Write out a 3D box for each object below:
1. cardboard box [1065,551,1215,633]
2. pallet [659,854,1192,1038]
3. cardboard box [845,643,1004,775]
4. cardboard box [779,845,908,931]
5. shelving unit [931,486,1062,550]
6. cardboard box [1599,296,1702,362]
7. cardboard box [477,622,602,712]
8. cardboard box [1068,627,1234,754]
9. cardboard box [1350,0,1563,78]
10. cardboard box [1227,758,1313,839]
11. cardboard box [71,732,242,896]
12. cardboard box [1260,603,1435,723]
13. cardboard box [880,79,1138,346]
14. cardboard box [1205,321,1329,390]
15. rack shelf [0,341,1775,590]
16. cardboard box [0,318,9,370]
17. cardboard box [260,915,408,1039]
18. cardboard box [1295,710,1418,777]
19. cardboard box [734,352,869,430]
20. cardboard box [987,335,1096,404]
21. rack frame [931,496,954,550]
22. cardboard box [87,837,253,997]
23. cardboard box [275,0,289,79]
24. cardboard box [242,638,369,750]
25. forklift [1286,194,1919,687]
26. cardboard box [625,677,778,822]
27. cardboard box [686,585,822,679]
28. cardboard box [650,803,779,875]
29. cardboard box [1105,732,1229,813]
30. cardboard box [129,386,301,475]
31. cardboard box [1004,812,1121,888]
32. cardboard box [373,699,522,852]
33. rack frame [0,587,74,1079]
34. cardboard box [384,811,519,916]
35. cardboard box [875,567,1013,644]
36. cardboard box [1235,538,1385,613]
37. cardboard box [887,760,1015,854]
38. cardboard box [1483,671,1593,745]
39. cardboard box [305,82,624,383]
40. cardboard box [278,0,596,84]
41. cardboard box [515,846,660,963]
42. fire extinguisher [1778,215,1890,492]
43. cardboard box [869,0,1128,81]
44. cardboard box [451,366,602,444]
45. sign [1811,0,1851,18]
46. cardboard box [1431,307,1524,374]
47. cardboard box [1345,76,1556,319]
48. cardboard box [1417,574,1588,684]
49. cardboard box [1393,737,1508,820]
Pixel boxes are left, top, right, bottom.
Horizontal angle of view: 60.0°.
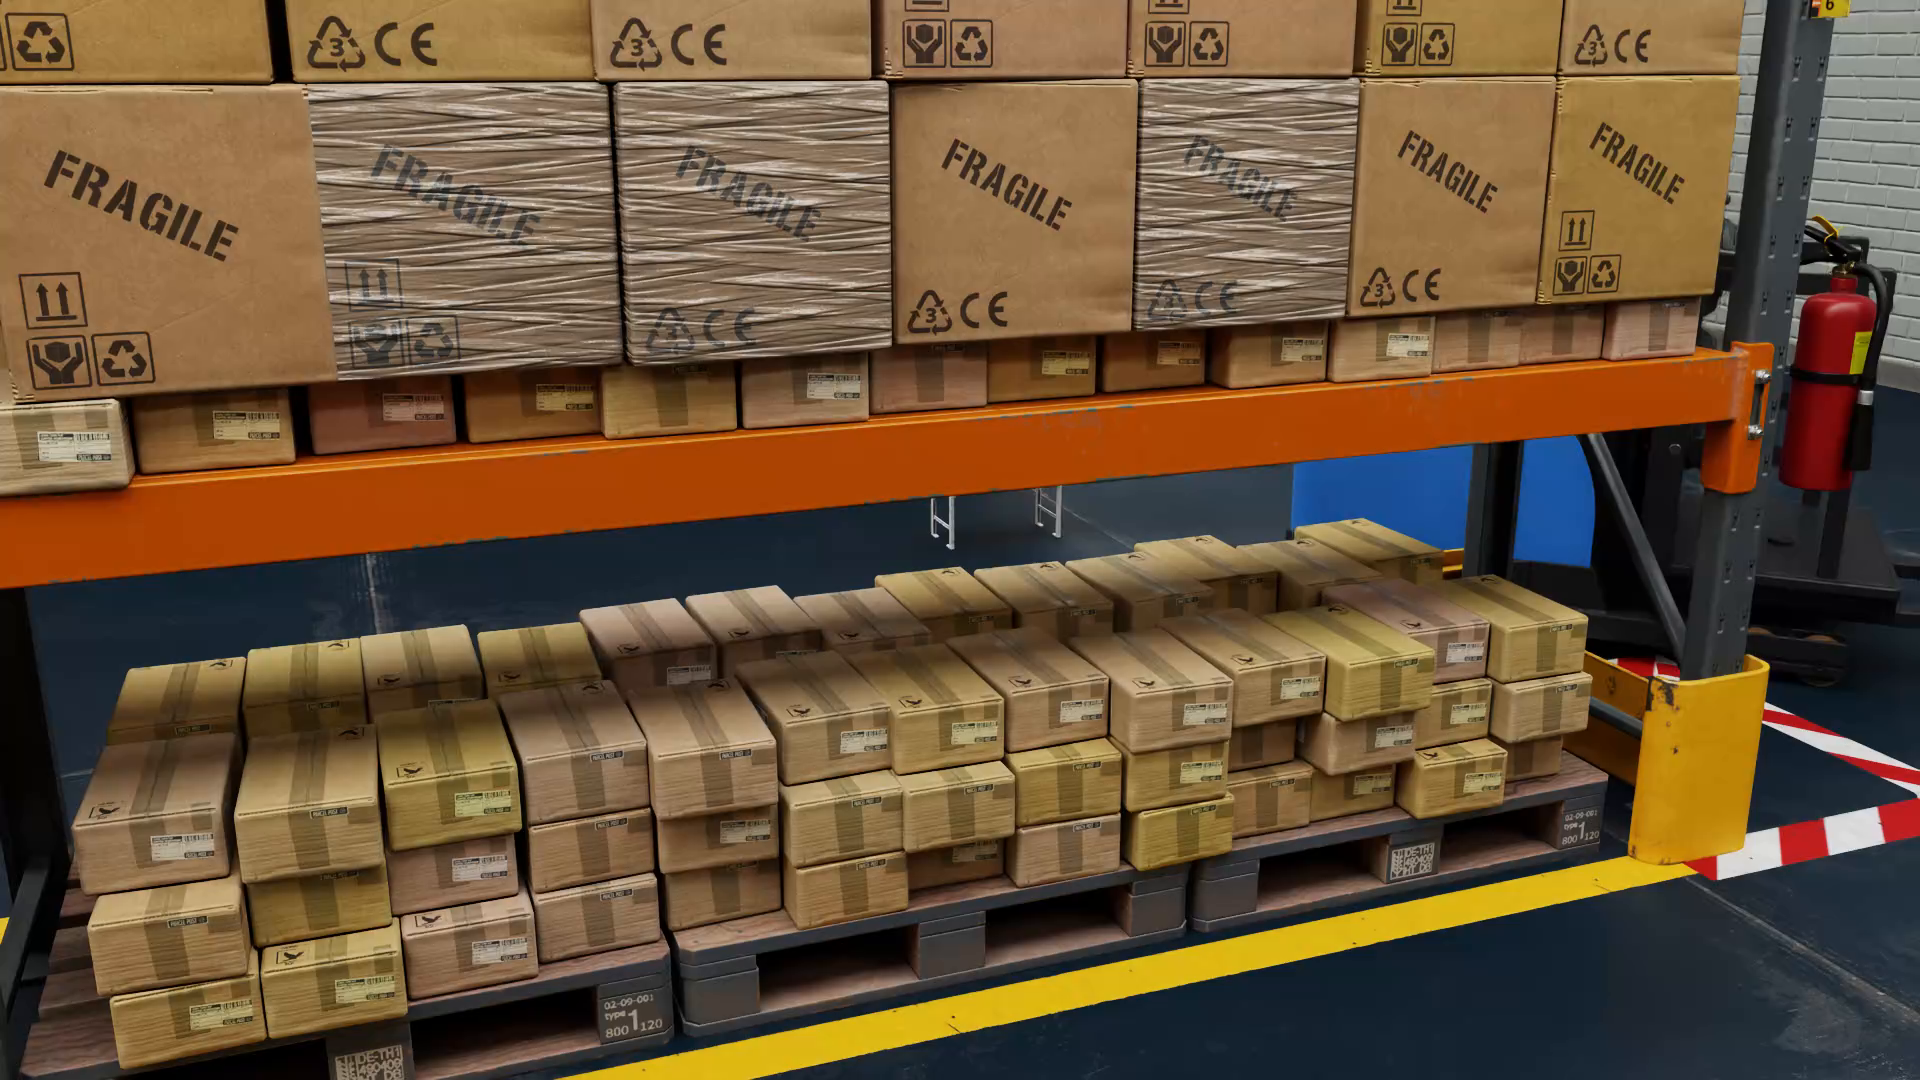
[{"bbox_3d":[0.477,0.164,4.475,0.250,0.149,0.380,-7,18,-23],"label":"cardboard box"},{"bbox_3d":[-0.194,0.762,4.130,1.213,0.211,1.003,-6,17,-20],"label":"pallet"},{"bbox_3d":[-0.085,0.375,3.757,0.250,0.149,0.380,-6,17,-20],"label":"cardboard box"},{"bbox_3d":[-0.298,0.697,3.714,0.250,0.149,0.380,-7,18,-22],"label":"cardboard box"},{"bbox_3d":[0.155,-0.592,6.986,0.503,1.200,0.258,-6,17,-20],"label":"shelving unit"},{"bbox_3d":[1.582,-0.551,4.096,0.250,0.149,0.380,-6,17,-20],"label":"cardboard box"},{"bbox_3d":[-0.986,0.333,3.901,0.250,0.149,0.380,-6,17,-18],"label":"cardboard box"},{"bbox_3d":[0.435,0.343,3.864,0.250,0.149,0.380,-5,17,-18],"label":"cardboard box"},{"bbox_3d":[0.974,-1.286,3.675,0.500,0.500,0.500,-7,18,-22],"label":"cardboard box"},{"bbox_3d":[0.661,0.581,4.112,0.250,0.149,0.380,-6,17,-20],"label":"cardboard box"},{"bbox_3d":[-1.554,0.525,3.244,0.250,0.149,0.380,-5,17,-18],"label":"cardboard box"},{"bbox_3d":[0.930,0.292,4.038,0.250,0.149,0.380,-7,18,-21],"label":"cardboard box"},{"bbox_3d":[0.036,-0.704,3.468,0.500,0.500,0.500,-5,17,-17],"label":"cardboard box"},{"bbox_3d":[0.621,-0.456,3.772,0.250,0.149,0.380,-7,18,-23],"label":"cardboard box"},{"bbox_3d":[-0.082,-0.232,3.840,4.000,0.370,1.077,-6,17,-20],"label":"rack shelf"},{"bbox_3d":[-4.221,-0.803,7.533,0.875,0.875,1.225,-6,17,-20],"label":"cardboard box"},{"bbox_3d":[-1.246,0.812,3.323,0.250,0.149,0.380,-6,17,-18],"label":"cardboard box"},{"bbox_3d":[0.910,0.426,4.109,0.250,0.149,0.380,-7,18,-22],"label":"cardboard box"},{"bbox_3d":[-0.356,-0.343,3.387,0.250,0.149,0.380,-5,17,-18],"label":"cardboard box"},{"bbox_3d":[0.106,-0.413,3.627,0.250,0.149,0.380,-6,17,-19],"label":"cardboard box"},{"bbox_3d":[-0.073,-0.568,6.902,0.015,1.200,0.240,-6,17,-20],"label":"rack frame"},{"bbox_3d":[-1.497,0.696,3.191,0.250,0.149,0.380,-5,17,-18],"label":"cardboard box"},{"bbox_3d":[-1.608,-1.164,3.259,0.500,0.500,0.500,-7,18,-22],"label":"cardboard box"},{"bbox_3d":[-1.486,0.365,3.790,0.250,0.149,0.380,-6,17,-19],"label":"cardboard box"},{"bbox_3d":[2.768,-1.095,5.625,3.031,2.935,1.130,7,18,22],"label":"forklift"},{"bbox_3d":[-0.555,0.438,3.540,0.250,0.149,0.380,-6,17,-19],"label":"cardboard box"},{"bbox_3d":[-0.519,0.251,4.180,0.250,0.149,0.380,-7,18,-22],"label":"cardboard box"},{"bbox_3d":[-0.560,0.565,3.637,0.250,0.149,0.380,-5,17,-18],"label":"cardboard box"},{"bbox_3d":[0.431,0.482,3.920,0.250,0.149,0.380,-6,17,-19],"label":"cardboard box"},{"bbox_3d":[-1.353,-0.243,3.047,0.250,0.149,0.380,-6,17,-18],"label":"cardboard box"},{"bbox_3d":[0.183,0.645,3.892,0.250,0.149,0.380,-6,17,-19],"label":"cardboard box"},{"bbox_3d":[-1.057,0.475,3.416,0.250,0.149,0.380,-6,18,-21],"label":"cardboard box"},{"bbox_3d":[-1.950,-0.375,3.052,0.127,3.000,1.000,-6,17,-20],"label":"rack frame"},{"bbox_3d":[-1.078,0.613,3.474,0.250,0.149,0.380,-6,17,-20],"label":"cardboard box"},{"bbox_3d":[-0.047,0.204,4.339,0.250,0.149,0.380,-6,17,-19],"label":"cardboard box"},{"bbox_3d":[0.960,0.125,4.606,0.250,0.149,0.380,-6,17,-19],"label":"cardboard box"},{"bbox_3d":[-0.062,0.538,3.729,0.250,0.149,0.380,-6,17,-20],"label":"cardboard box"},{"bbox_3d":[1.395,0.373,4.289,0.250,0.149,0.380,-7,18,-22],"label":"cardboard box"},{"bbox_3d":[-0.938,-0.601,3.117,0.500,0.500,0.500,-6,17,-20],"label":"cardboard box"},{"bbox_3d":[-0.963,-1.083,2.984,0.500,0.500,0.500,-7,18,-22],"label":"cardboard box"},{"bbox_3d":[-0.814,0.735,3.587,0.250,0.149,0.380,-7,18,-21],"label":"cardboard box"},{"bbox_3d":[2.186,-0.466,4.162,0.183,0.674,0.296,-6,17,-20],"label":"fire extinguisher"},{"bbox_3d":[-0.001,-1.177,3.304,0.500,0.500,0.500,-7,18,-22],"label":"cardboard box"},{"bbox_3d":[-0.868,-0.309,3.274,0.250,0.149,0.380,-7,18,-23],"label":"cardboard box"},{"bbox_3d":[1.965,-1.338,3.714,0.005,0.325,0.100,-6,17,-20],"label":"sign"},{"bbox_3d":[1.108,-0.506,3.944,0.250,0.149,0.380,-6,18,-21],"label":"cardboard box"},{"bbox_3d":[0.975,-0.806,3.813,0.500,0.500,0.500,-6,18,-21],"label":"cardboard box"},{"bbox_3d":[1.382,0.222,4.275,0.250,0.149,0.380,-6,17,-19],"label":"cardboard box"},{"bbox_3d":[1.165,0.548,4.221,0.250,0.149,0.380,-6,17,-18],"label":"cardboard box"}]
